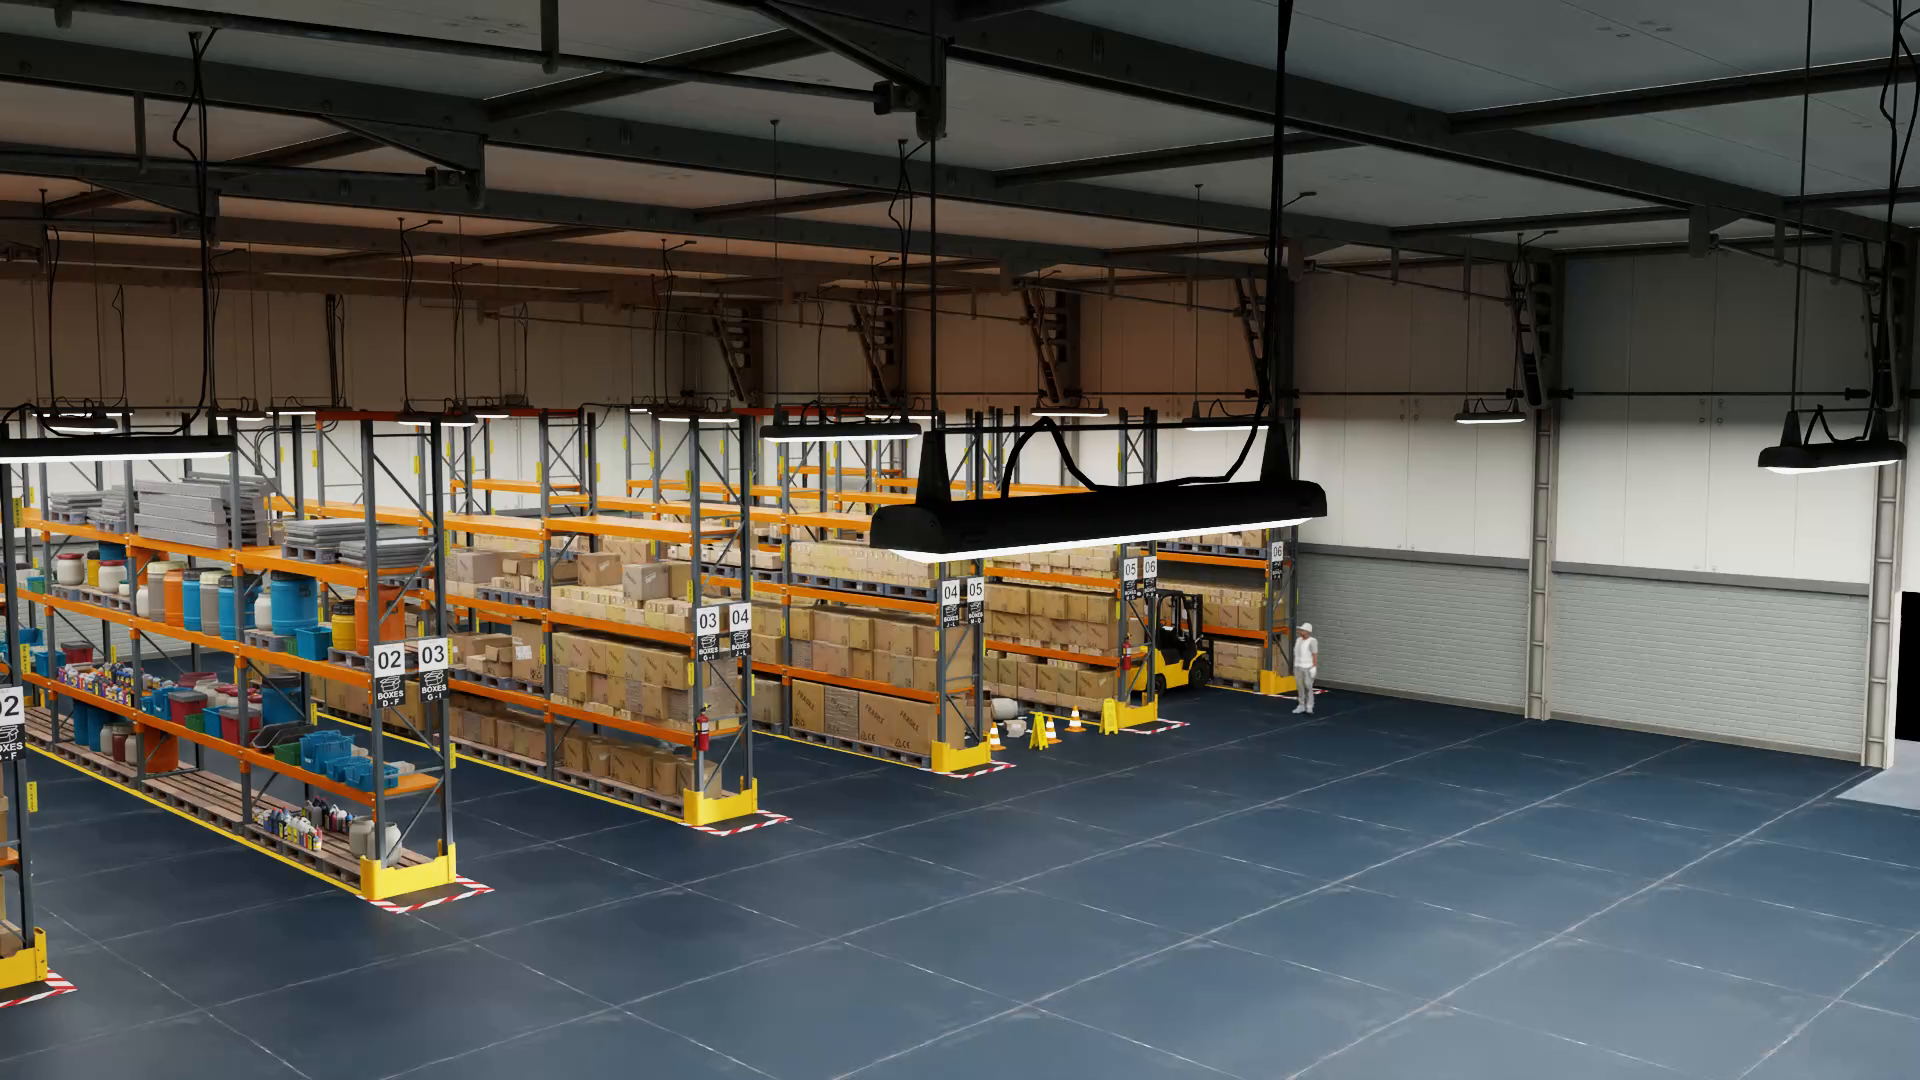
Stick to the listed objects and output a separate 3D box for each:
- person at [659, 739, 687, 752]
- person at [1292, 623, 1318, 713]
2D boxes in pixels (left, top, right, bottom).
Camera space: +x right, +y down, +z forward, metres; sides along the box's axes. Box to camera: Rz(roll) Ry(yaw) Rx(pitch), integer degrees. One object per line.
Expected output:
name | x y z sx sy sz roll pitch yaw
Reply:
person | -5.101 2.846 29.466 0.469 1.776 0.567 -1 5 -8
person | 6.817 2.532 32.870 0.597 1.799 0.420 4 7 41
